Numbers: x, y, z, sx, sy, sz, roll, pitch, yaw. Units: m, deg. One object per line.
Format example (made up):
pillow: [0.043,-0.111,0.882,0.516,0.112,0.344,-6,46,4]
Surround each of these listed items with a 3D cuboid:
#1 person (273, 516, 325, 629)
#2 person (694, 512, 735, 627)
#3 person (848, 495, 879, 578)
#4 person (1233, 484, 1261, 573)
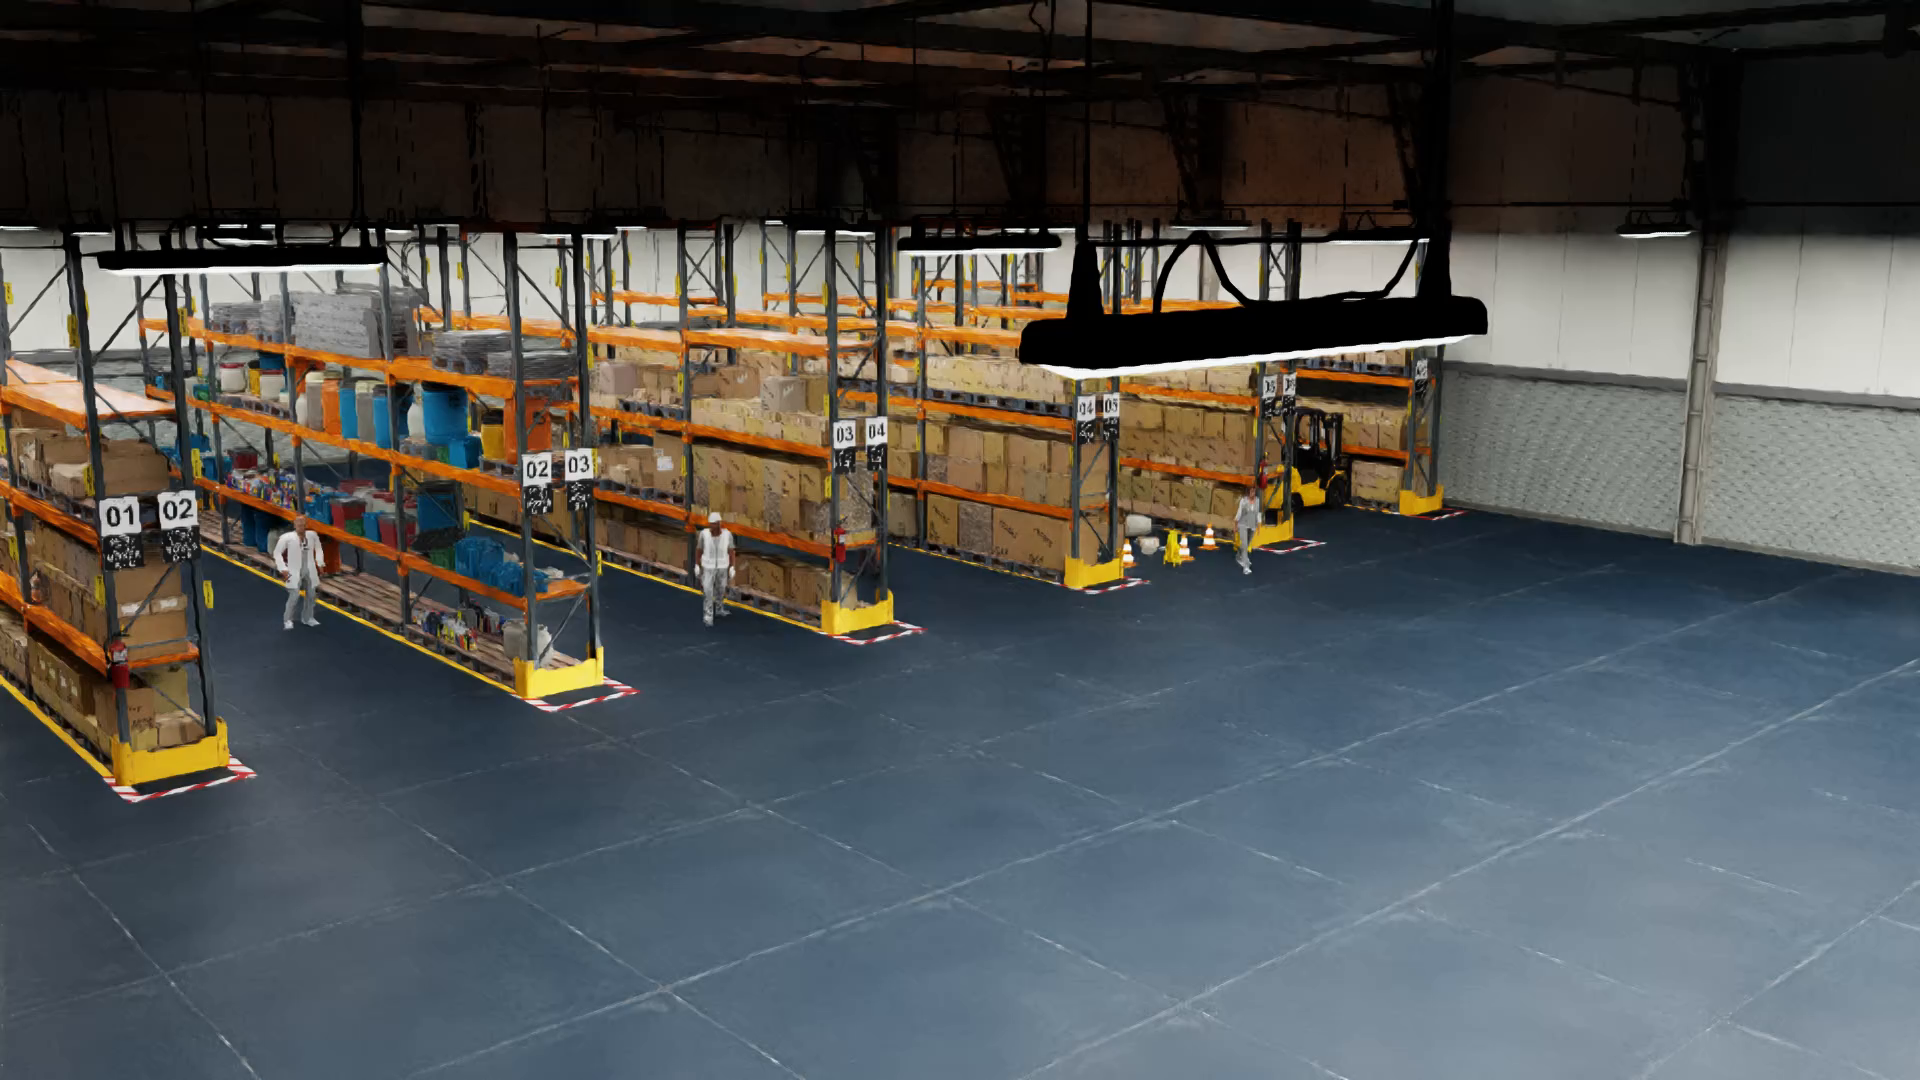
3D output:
person: [-9.992,0.475,25.165,0.729,1.733,0.544,-10,15,-41]
person: [-3.734,0.418,25.418,0.608,1.741,0.959,-4,12,-17]
person: [-1.640,-0.228,28.599,0.576,1.708,0.626,-2,12,-11]
person: [5.041,-0.230,29.095,0.455,1.542,0.885,-4,12,-17]
